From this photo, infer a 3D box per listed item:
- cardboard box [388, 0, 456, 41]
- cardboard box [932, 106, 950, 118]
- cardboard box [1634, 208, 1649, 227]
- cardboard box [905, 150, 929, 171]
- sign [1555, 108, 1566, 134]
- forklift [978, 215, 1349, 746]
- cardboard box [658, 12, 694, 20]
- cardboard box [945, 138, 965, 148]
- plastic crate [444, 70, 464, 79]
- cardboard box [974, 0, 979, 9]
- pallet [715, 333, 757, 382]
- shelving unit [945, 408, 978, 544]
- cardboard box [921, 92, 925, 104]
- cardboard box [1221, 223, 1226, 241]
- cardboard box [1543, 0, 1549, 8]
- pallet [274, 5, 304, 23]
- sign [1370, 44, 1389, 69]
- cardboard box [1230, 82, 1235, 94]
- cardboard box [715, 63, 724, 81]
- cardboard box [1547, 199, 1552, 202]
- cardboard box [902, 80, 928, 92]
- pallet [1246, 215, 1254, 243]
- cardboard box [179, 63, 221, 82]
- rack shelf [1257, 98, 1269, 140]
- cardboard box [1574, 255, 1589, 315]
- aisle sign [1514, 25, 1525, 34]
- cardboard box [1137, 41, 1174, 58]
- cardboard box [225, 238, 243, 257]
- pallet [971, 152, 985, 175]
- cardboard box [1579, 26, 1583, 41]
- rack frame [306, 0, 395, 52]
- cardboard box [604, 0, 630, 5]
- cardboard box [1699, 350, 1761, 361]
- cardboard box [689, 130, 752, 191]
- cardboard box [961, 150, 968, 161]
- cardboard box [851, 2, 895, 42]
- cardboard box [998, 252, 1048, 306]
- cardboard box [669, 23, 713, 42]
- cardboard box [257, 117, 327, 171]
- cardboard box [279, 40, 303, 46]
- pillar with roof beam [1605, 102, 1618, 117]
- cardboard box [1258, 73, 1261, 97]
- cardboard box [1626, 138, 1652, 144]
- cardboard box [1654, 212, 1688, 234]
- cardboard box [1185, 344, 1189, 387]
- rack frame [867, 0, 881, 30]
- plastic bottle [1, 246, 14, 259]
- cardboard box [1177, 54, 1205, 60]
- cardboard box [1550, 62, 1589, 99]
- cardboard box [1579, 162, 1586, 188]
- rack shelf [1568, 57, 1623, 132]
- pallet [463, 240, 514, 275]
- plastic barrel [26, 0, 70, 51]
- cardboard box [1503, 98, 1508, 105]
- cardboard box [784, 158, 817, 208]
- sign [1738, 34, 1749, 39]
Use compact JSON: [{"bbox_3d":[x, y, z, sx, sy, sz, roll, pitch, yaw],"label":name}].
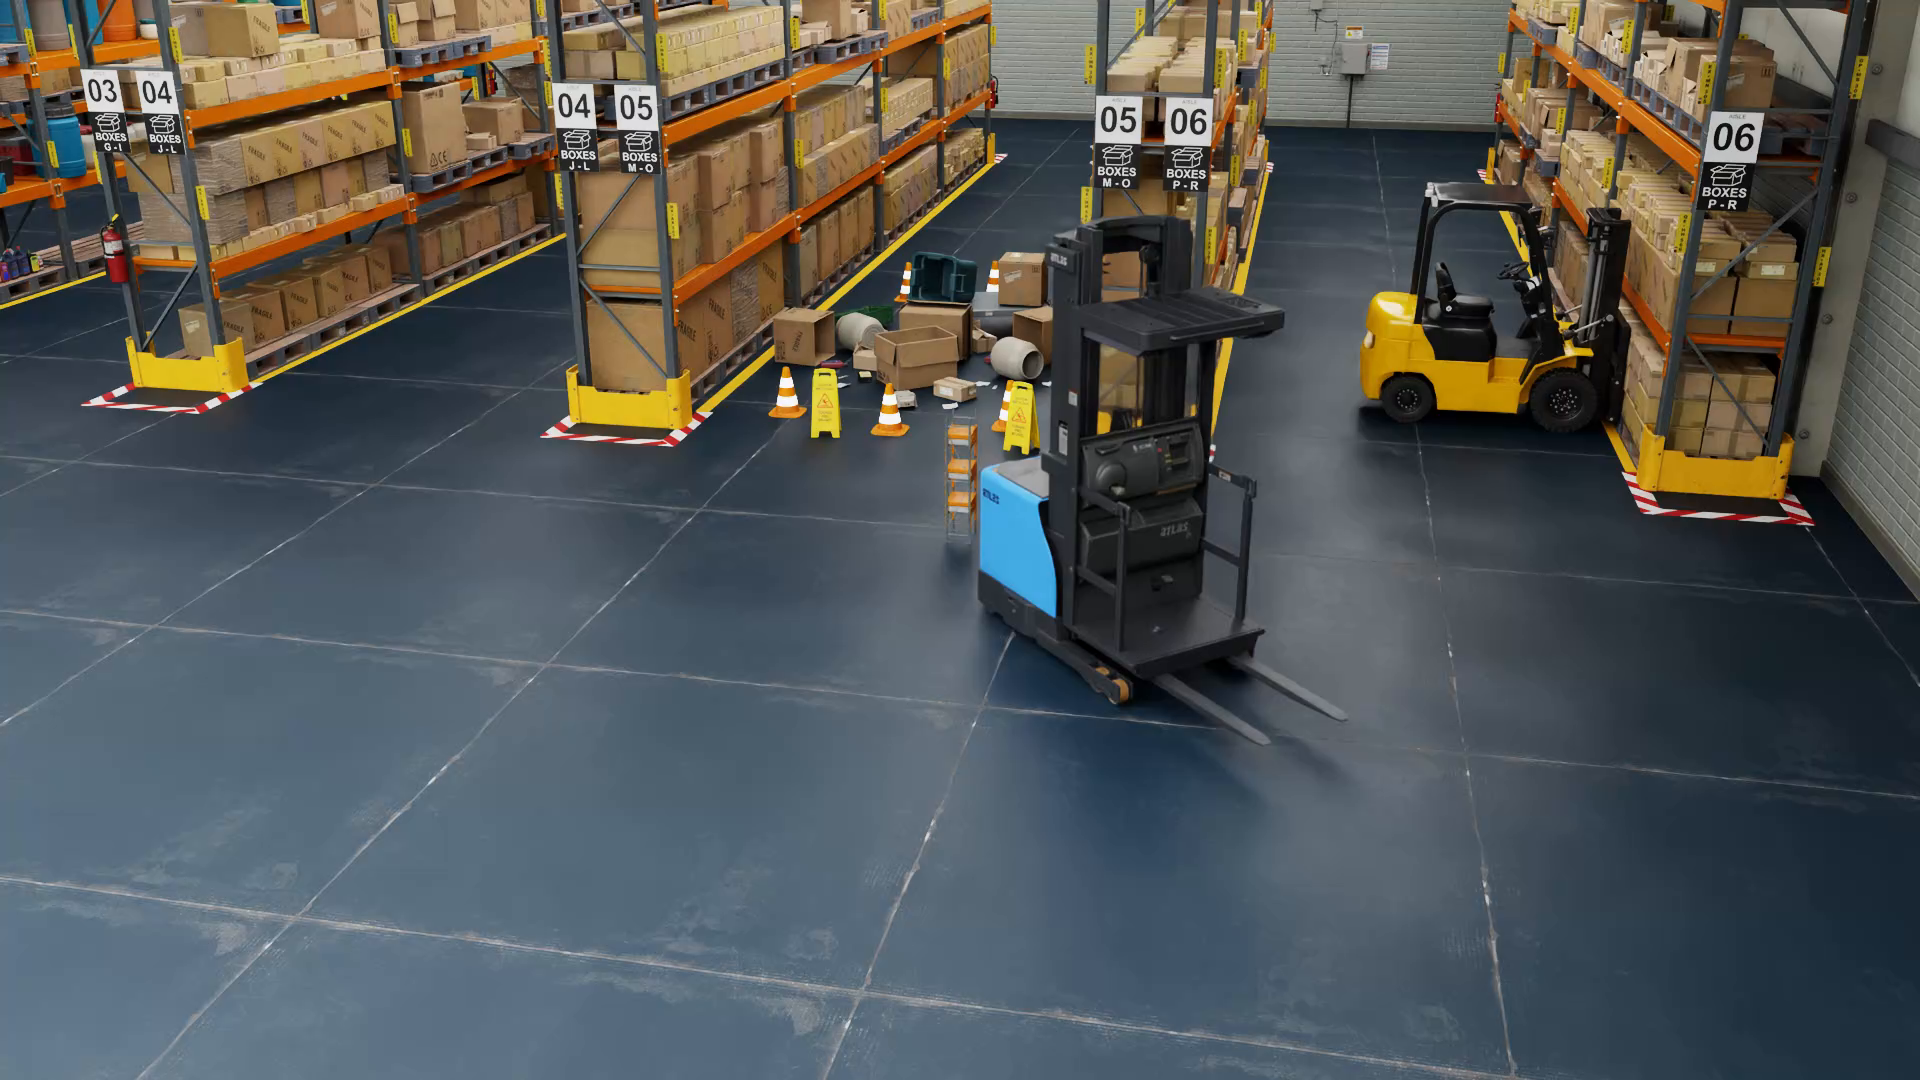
[{"bbox_3d":[-6.839,-6.588,20.980,0.797,0.503,0.637,5,23,13],"label":"cardboard box"},{"bbox_3d":[-0.378,-6.917,26.851,0.380,0.149,0.250,5,23,13],"label":"cardboard box"},{"bbox_3d":[6.726,-3.097,16.026,0.380,0.149,0.250,4,22,9],"label":"cardboard box"},{"bbox_3d":[-0.779,-5.860,25.668,0.500,0.250,0.500,6,23,13],"label":"cardboard box"},{"bbox_3d":[7.621,-5.313,21.087,0.100,0.325,0.005,4,22,11],"label":"sign"},{"bbox_3d":[1.307,-0.496,10.662,1.130,2.935,3.031,-12,25,-28],"label":"forklift"},{"bbox_3d":[-3.002,-5.435,17.392,0.380,0.149,0.250,5,22,11],"label":"cardboard box"},{"bbox_3d":[-0.113,-6.881,28.883,0.380,0.149,0.250,4,22,9],"label":"cardboard box"},{"bbox_3d":[-9.613,-8.804,31.472,0.396,0.136,0.243,4,22,11],"label":"plastic crate"},{"bbox_3d":[0.015,-9.186,28.333,0.500,0.250,0.500,5,23,13],"label":"cardboard box"},{"bbox_3d":[-2.867,-2.016,18.078,1.003,0.211,1.213,4,22,11],"label":"pallet"},{"bbox_3d":[0.011,-0.507,13.206,0.215,1.050,0.252,4,22,11],"label":"shelving unit"},{"bbox_3d":[-0.750,-6.824,25.658,0.380,0.149,0.250,5,23,13],"label":"cardboard box"},{"bbox_3d":[2.667,-3.340,17.968,0.380,0.149,0.250,5,22,12],"label":"cardboard box"},{"bbox_3d":[8.375,-7.528,23.256,0.380,0.149,0.250,4,22,10],"label":"cardboard box"},{"bbox_3d":[-10.733,-8.343,26.291,1.003,0.211,1.213,4,22,11],"label":"pallet"},{"bbox_3d":[8.607,-9.922,34.103,0.329,0.494,0.001,4,22,11],"label":"sign"},{"bbox_3d":[2.713,-4.825,17.640,0.380,0.149,0.250,5,22,11],"label":"cardboard box"},{"bbox_3d":[-2.563,-4.645,16.498,0.380,0.149,0.250,4,22,11],"label":"cardboard box"},{"bbox_3d":[8.129,-4.506,22.443,0.380,0.149,0.250,4,22,9],"label":"cardboard box"},{"bbox_3d":[-0.701,-7.050,25.820,0.380,0.149,0.250,4,22,9],"label":"cardboard box"},{"bbox_3d":[3.780,-4.586,24.458,1.003,0.211,1.213,4,22,11],"label":"pallet"},{"bbox_3d":[-7.610,-4.659,16.559,0.380,0.149,0.250,5,22,12],"label":"cardboard box"},{"bbox_3d":[4.518,-7.013,27.714,1.077,0.370,4.000,4,22,11],"label":"rack shelf"},{"bbox_3d":[7.599,-2.880,19.107,0.875,0.625,0.625,4,22,10],"label":"cardboard box"},{"bbox_3d":[9.513,-8.954,28.091,0.394,0.787,0.004,4,22,11],"label":"aisle sign"},{"bbox_3d":[2.007,-5.050,17.132,0.380,0.149,0.250,4,22,9],"label":"cardboard box"},{"bbox_3d":[-7.678,-3.041,17.226,0.380,0.149,0.250,4,22,11],"label":"cardboard box"},{"bbox_3d":[-0.156,-6.803,29.962,1.003,0.211,1.213,4,22,11],"label":"pallet"},{"bbox_3d":[7.786,-6.195,20.322,0.380,0.166,0.250,4,22,11],"label":"cardboard box"},{"bbox_3d":[-7.224,-7.227,19.254,1.000,3.000,0.127,4,22,11],"label":"rack frame"},{"bbox_3d":[-5.700,-8.790,26.453,0.700,0.500,0.500,5,22,12],"label":"cardboard box"},{"bbox_3d":[6.904,-1.577,15.034,0.500,0.250,0.500,4,22,11],"label":"cardboard box"},{"bbox_3d":[-2.741,-4.071,17.800,0.875,0.550,0.550,4,22,11],"label":"cardboard box"},{"bbox_3d":[-0.065,-6.638,28.677,0.380,0.149,0.250,5,22,11],"label":"cardboard box"},{"bbox_3d":[-1.195,-7.119,22.865,0.500,0.500,0.500,4,22,11],"label":"cardboard box"},{"bbox_3d":[0.729,-3.006,19.134,0.500,0.500,0.500,4,22,11],"label":"cardboard box"},{"bbox_3d":[-2.617,-4.922,16.118,0.380,0.149,0.250,4,22,10],"label":"cardboard box"},{"bbox_3d":[-7.355,-4.359,18.291,0.500,0.500,0.500,4,22,11],"label":"cardboard box"},{"bbox_3d":[-7.663,-5.563,18.802,0.380,0.149,0.250,5,23,13],"label":"cardboard box"},{"bbox_3d":[5.780,-9.535,24.983,9.100,9.000,0.400,4,22,11],"label":"pillar with roof beam"},{"bbox_3d":[4.265,-6.943,25.105,0.500,0.500,0.500,5,23,13],"label":"cardboard box"},{"bbox_3d":[8.229,-4.794,20.239,0.380,0.149,0.250,4,22,11],"label":"cardboard box"},{"bbox_3d":[6.503,-2.861,15.042,0.380,0.149,0.250,5,22,12],"label":"cardboard box"},{"bbox_3d":[2.101,-1.776,15.863,0.500,0.500,0.500,4,22,9],"label":"cardboard box"},{"bbox_3d":[-1.572,-8.275,21.855,1.000,3.000,0.127,4,22,11],"label":"rack frame"},{"bbox_3d":[-12.063,-3.551,21.112,0.144,0.351,0.185,4,22,11],"label":"plastic bottle"},{"bbox_3d":[2.275,-4.540,15.864,0.380,0.149,0.250,5,22,12],"label":"cardboard box"},{"bbox_3d":[9.535,-7.179,25.961,0.500,0.500,0.500,4,22,9],"label":"cardboard box"},{"bbox_3d":[7.517,-4.232,19.378,0.500,0.250,0.500,5,22,12],"label":"cardboard box"},{"bbox_3d":[7.746,-5.101,18.953,1.077,0.370,4.000,4,22,11],"label":"rack shelf"},{"bbox_3d":[-6.819,-3.884,22.714,1.003,0.211,1.213,4,22,11],"label":"pallet"},{"bbox_3d":[-12.048,-6.888,21.755,0.600,0.901,0.600,0,22,0],"label":"plastic barrel"},{"bbox_3d":[9.451,-7.485,28.260,0.380,0.149,0.250,4,22,11],"label":"cardboard box"},{"bbox_3d":[-2.018,-4.248,19.752,0.500,0.500,0.500,5,22,12],"label":"cardboard box"},{"bbox_3d":[7.882,-4.938,16.787,0.100,0.325,0.005,4,22,11],"label":"sign"}]
